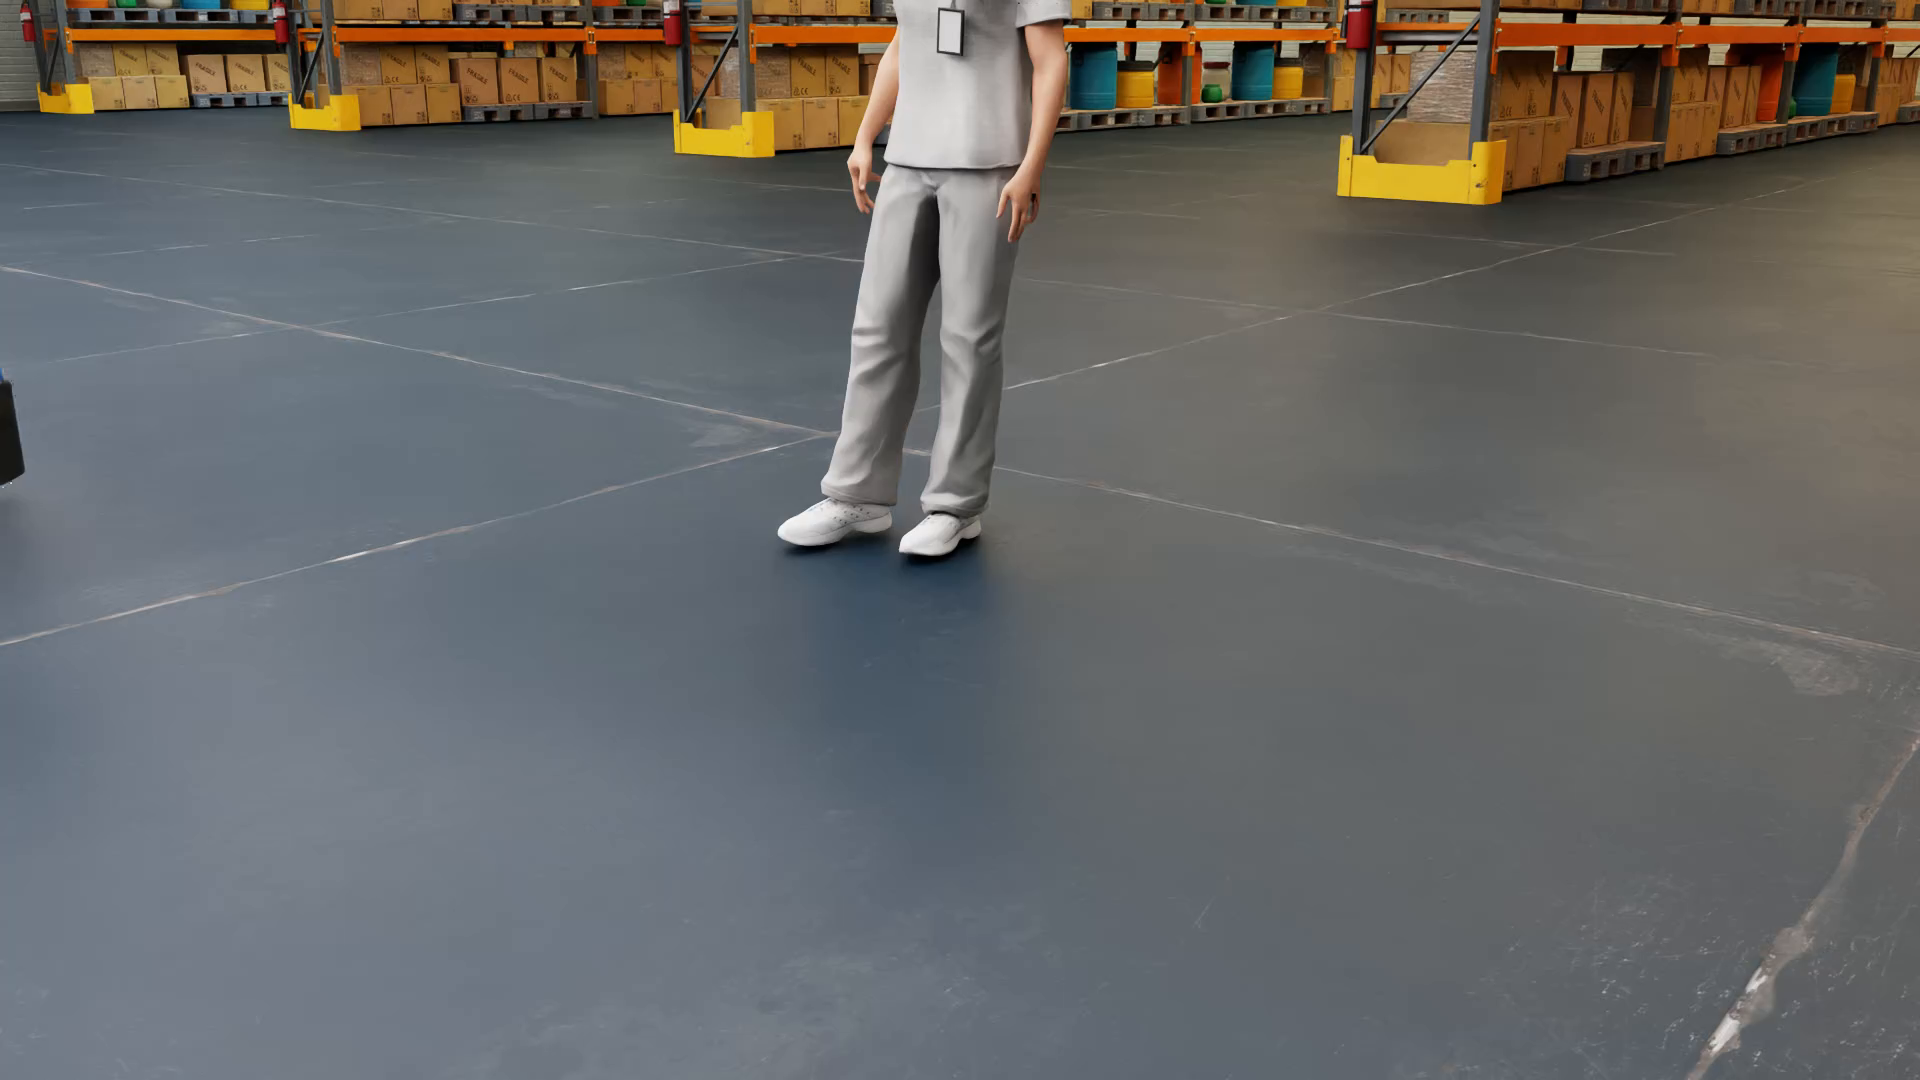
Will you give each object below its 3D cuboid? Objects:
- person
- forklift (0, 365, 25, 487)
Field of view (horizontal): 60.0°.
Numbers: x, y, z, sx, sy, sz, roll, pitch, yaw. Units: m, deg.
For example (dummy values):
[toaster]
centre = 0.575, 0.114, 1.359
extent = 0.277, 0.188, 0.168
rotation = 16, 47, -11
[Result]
[person]
centre = -0.057, -0.795, 3.650
extent = 0.550, 1.675, 0.549
rotation = 13, 21, 37
[forklift]
centre = -3.865, -1.340, 3.310
extent = 3.031, 2.935, 1.130
rotation = -1, 17, -5
